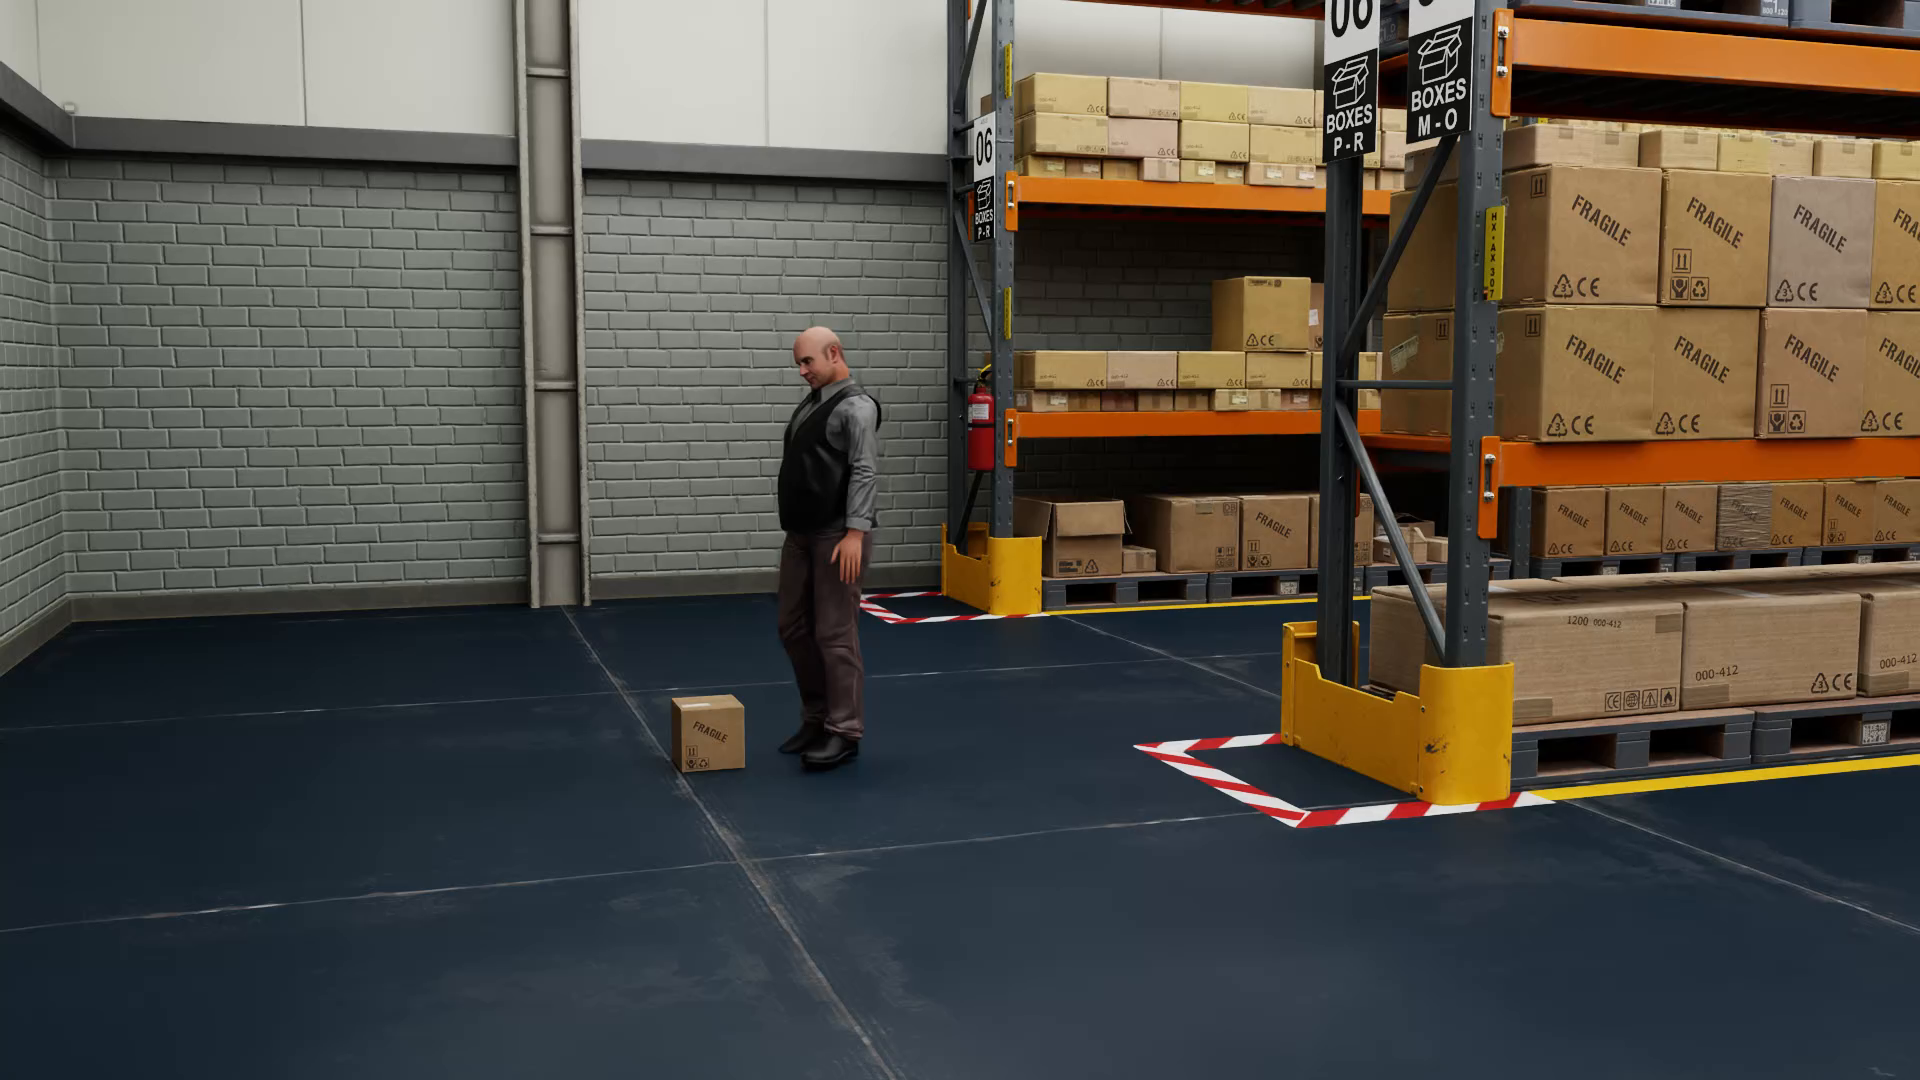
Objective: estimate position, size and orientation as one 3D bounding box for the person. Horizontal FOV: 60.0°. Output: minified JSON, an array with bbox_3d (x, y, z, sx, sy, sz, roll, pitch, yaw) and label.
[{"bbox_3d":[-0.542,0.028,6.675,0.401,1.761,0.645,-4,7,-33],"label":"person"}]
